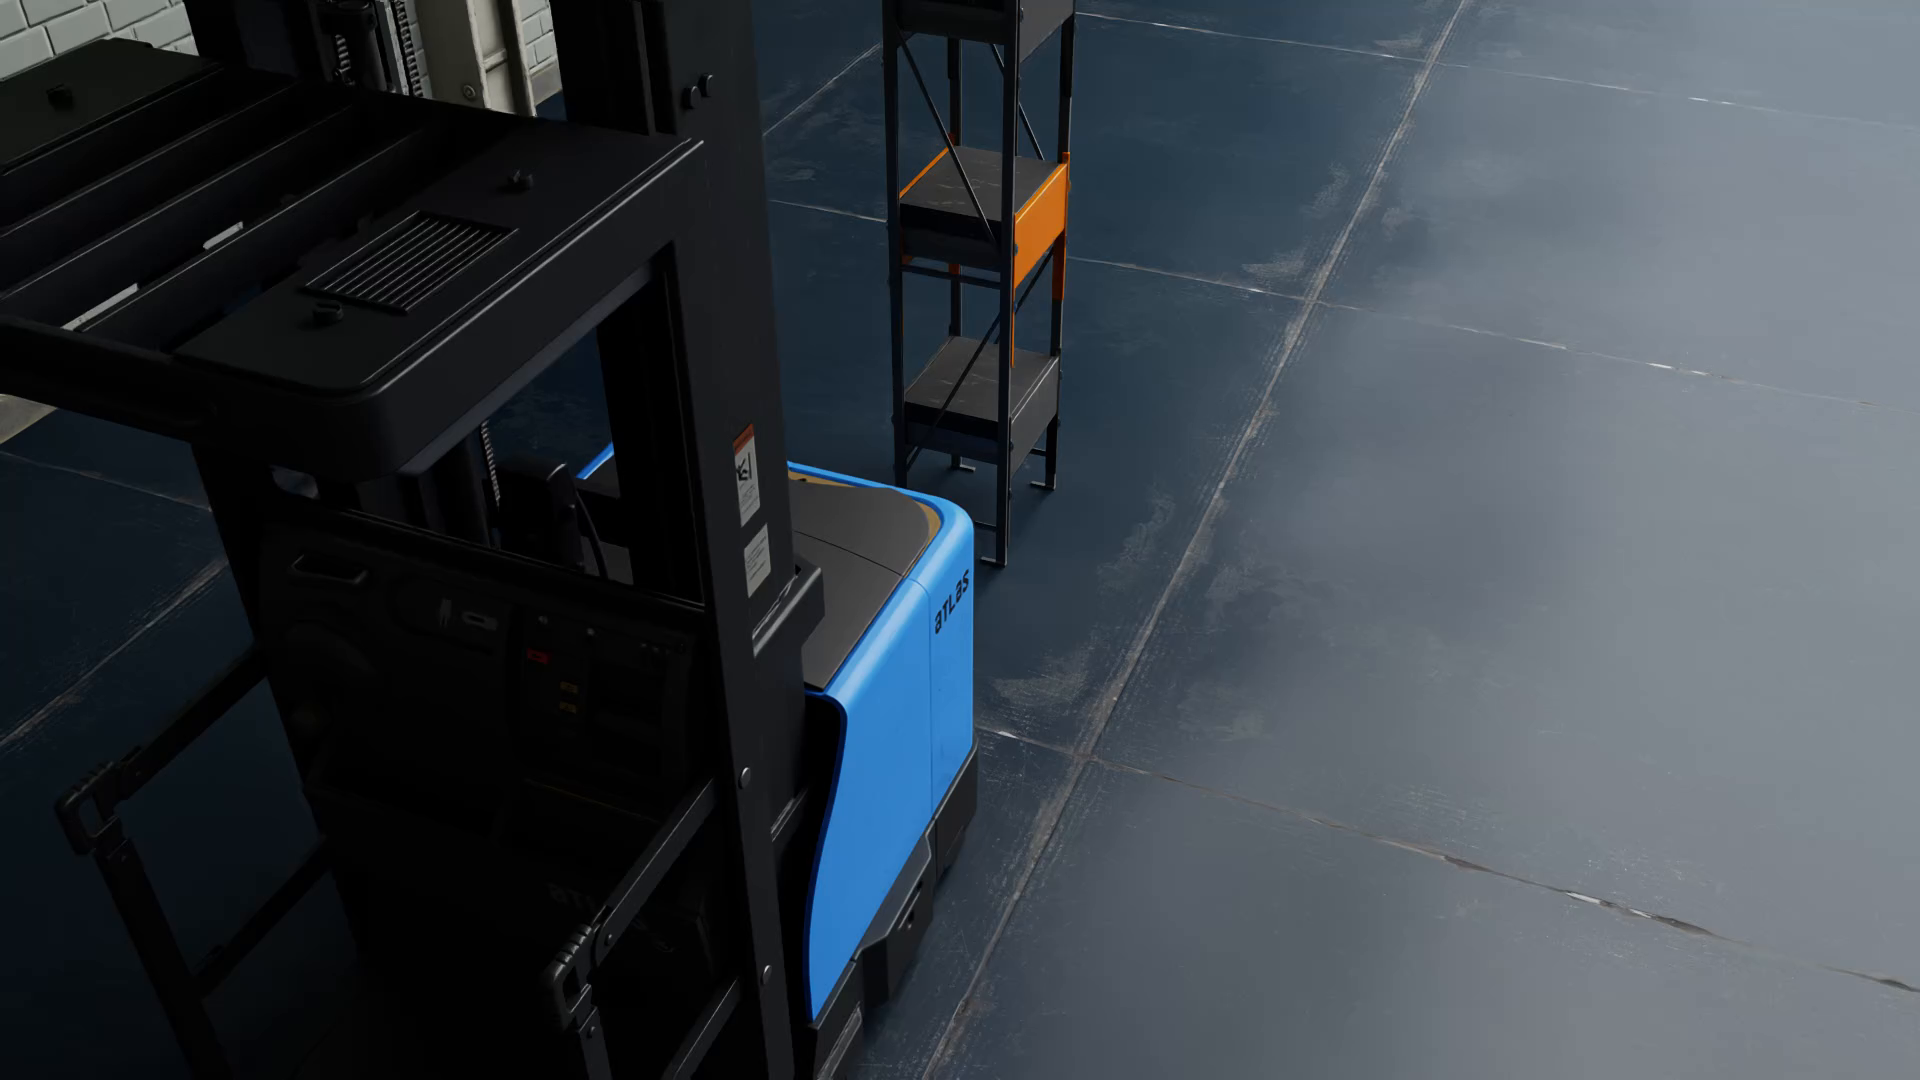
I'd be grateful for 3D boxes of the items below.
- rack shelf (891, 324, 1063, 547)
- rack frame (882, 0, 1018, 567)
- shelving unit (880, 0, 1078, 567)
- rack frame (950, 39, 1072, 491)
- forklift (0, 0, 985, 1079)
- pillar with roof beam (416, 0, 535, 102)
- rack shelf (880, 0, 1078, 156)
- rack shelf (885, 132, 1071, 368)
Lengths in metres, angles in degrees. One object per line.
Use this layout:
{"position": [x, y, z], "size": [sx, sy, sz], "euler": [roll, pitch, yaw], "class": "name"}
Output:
{"position": [0.063, -0.361, 5.671], "size": [0.431, 0.518, 0.480], "euler": [14, 39, 18], "class": "rack shelf"}
{"position": [-0.030, -0.798, 5.063], "size": [0.400, 2.100, 0.015], "euler": [14, 39, 18], "class": "rack frame"}
{"position": [0.063, -0.933, 5.244], "size": [0.431, 2.100, 0.503], "euler": [14, 39, 18], "class": "shelving unit"}
{"position": [0.156, -1.068, 5.425], "size": [0.400, 2.100, 0.015], "euler": [14, 39, 18], "class": "rack frame"}
{"position": [-0.959, 0.276, 2.932], "size": [1.130, 2.935, 3.031], "euler": [14, 39, 18], "class": "forklift"}
{"position": [1.626, -4.600, 4.388], "size": [9.100, 9.000, 0.400], "euler": [14, 39, 18], "class": "pillar with roof beam"}
{"position": [0.063, -1.482, 4.833], "size": [0.431, 0.518, 0.480], "euler": [14, 39, 18], "class": "rack shelf"}
{"position": [0.063, -0.922, 5.252], "size": [0.431, 0.518, 0.480], "euler": [14, 39, 18], "class": "rack shelf"}
